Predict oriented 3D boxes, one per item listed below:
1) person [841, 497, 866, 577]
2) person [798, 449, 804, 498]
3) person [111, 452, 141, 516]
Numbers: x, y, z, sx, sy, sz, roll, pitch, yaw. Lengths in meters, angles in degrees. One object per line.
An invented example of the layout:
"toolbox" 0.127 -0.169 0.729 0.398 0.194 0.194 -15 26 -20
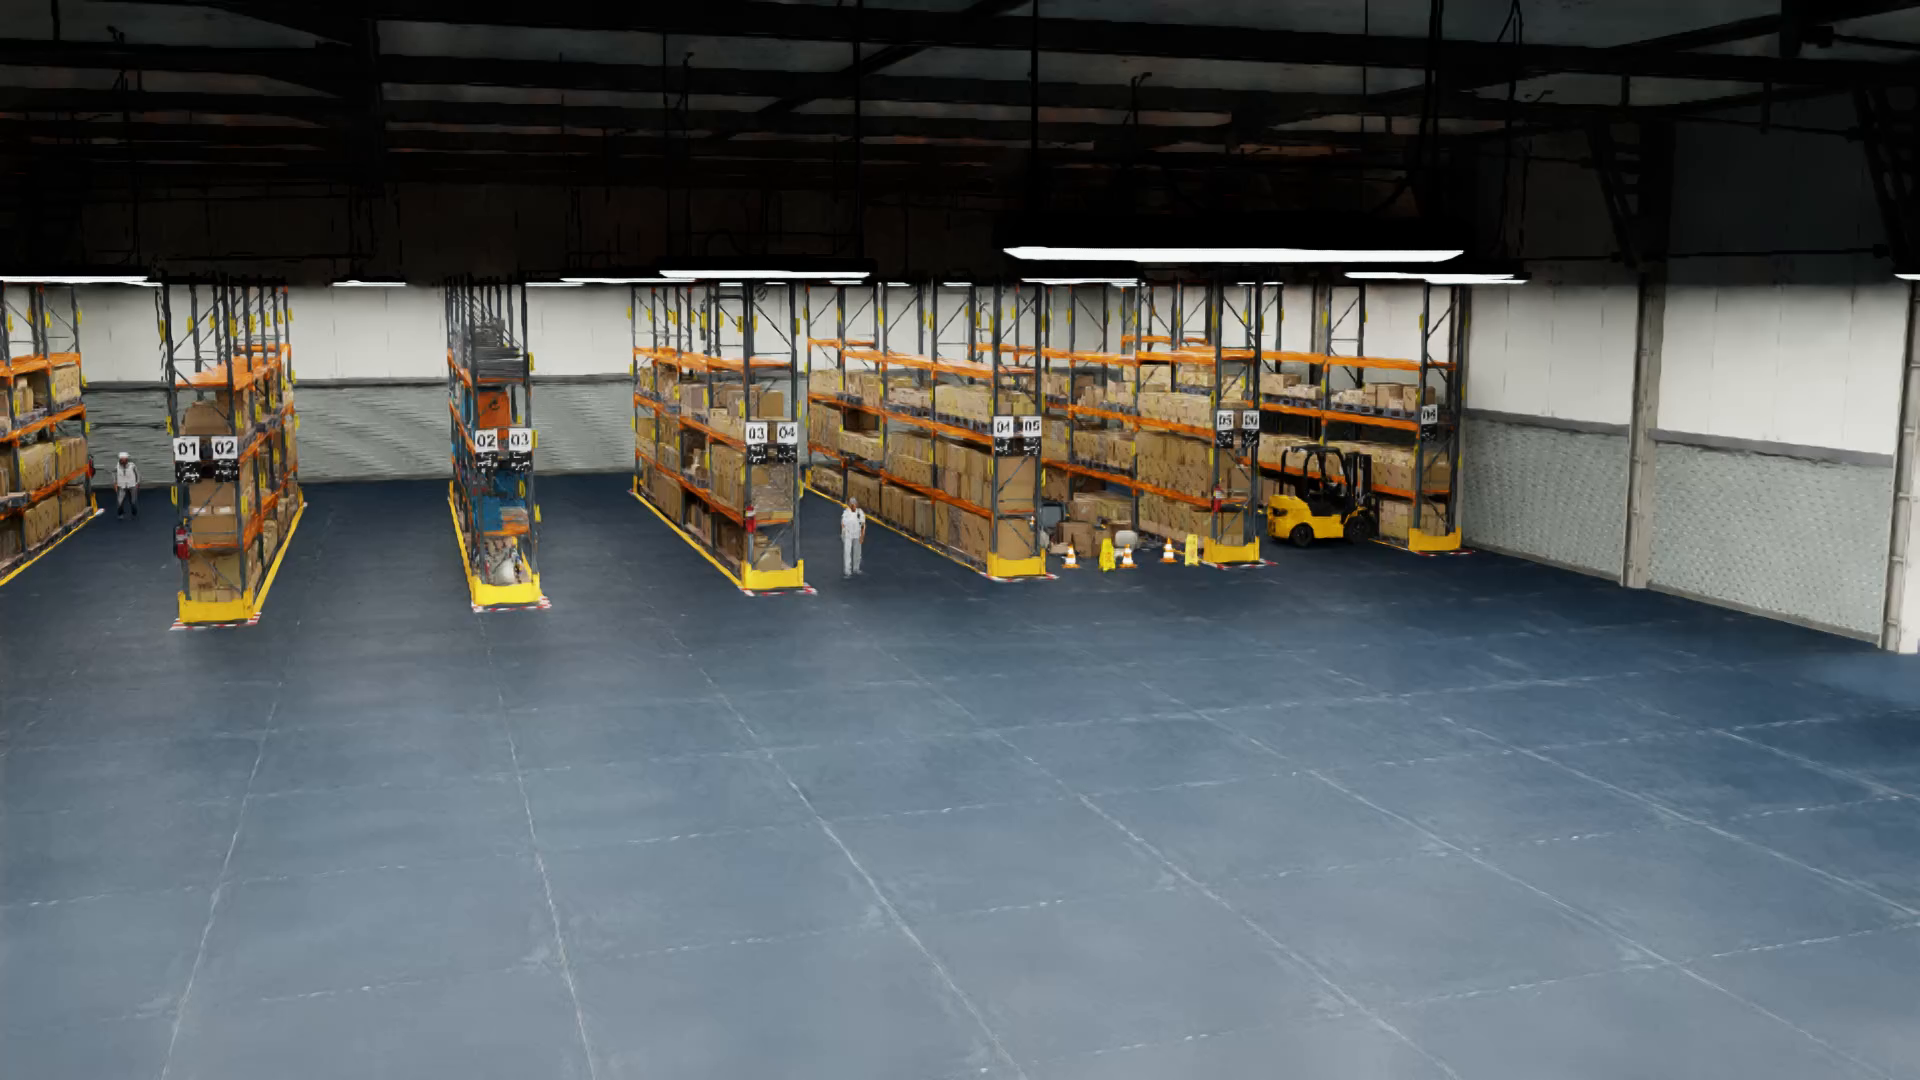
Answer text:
"person" -2.121 -0.079 33.224 0.478 1.596 0.996 -1 9 -9
"person" -4.596 -1.980 45.790 0.448 1.590 1.109 -2 9 -15
"person" -20.710 -1.376 41.307 0.677 1.665 0.574 -3 9 -21
